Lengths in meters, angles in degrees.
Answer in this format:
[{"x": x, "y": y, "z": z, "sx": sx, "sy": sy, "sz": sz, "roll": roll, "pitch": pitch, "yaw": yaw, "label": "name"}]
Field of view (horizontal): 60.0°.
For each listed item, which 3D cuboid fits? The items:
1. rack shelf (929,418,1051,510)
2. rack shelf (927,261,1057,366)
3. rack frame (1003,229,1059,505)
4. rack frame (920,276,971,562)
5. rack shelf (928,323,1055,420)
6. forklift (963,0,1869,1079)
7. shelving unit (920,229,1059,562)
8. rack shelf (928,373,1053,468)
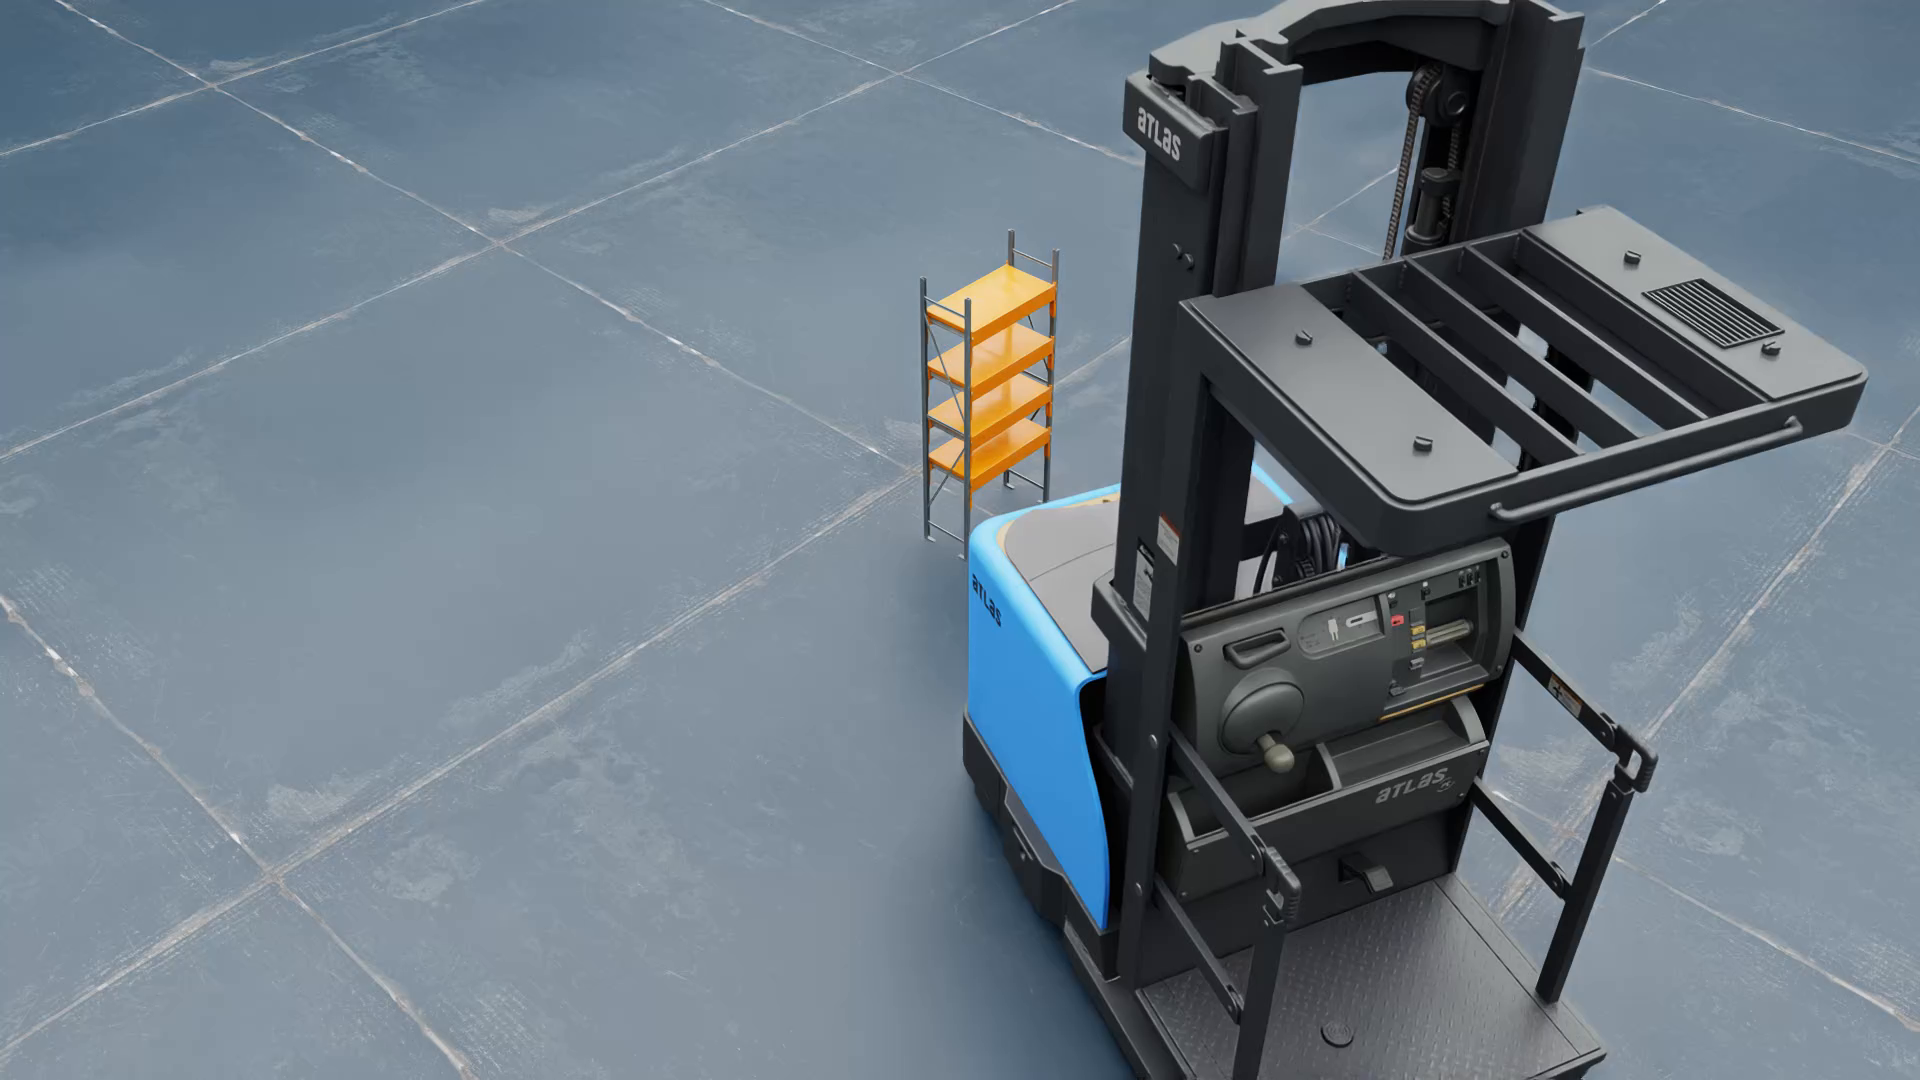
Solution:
[{"x": 0.112, "y": -0.338, "z": 6.638, "sx": 0.258, "sy": 0.148, "sz": 0.480, "roll": 30, "pitch": 47, "yaw": 32, "label": "rack shelf"}, {"x": 0.112, "y": -0.853, "z": 6.228, "sx": 0.258, "sy": 0.148, "sz": 0.480, "roll": 30, "pitch": 47, "yaw": 32, "label": "rack shelf"}, {"x": 0.276, "y": -0.658, "z": 6.613, "sx": 0.240, "sy": 1.200, "sz": 0.015, "roll": 30, "pitch": 47, "yaw": 32, "label": "rack frame"}, {"x": -0.053, "y": -0.434, "z": 6.331, "sx": 0.240, "sy": 1.200, "sz": 0.015, "roll": 30, "pitch": 47, "yaw": 32, "label": "rack frame"}, {"x": 0.112, "y": -0.668, "z": 6.375, "sx": 0.258, "sy": 0.148, "sz": 0.480, "roll": 30, "pitch": 47, "yaw": 32, "label": "rack shelf"}, {"x": 1.059, "y": 0.363, "z": 3.939, "sx": 1.130, "sy": 2.935, "sz": 3.031, "roll": -15, "pitch": 41, "yaw": -18, "label": "forklift"}, {"x": 0.112, "y": -0.546, "z": 6.472, "sx": 0.258, "sy": 1.200, "sz": 0.503, "roll": 30, "pitch": 47, "yaw": 32, "label": "shelving unit"}, {"x": 0.112, "y": -0.493, "z": 6.514, "sx": 0.258, "sy": 0.148, "sz": 0.480, "roll": 30, "pitch": 47, "yaw": 32, "label": "rack shelf"}]
